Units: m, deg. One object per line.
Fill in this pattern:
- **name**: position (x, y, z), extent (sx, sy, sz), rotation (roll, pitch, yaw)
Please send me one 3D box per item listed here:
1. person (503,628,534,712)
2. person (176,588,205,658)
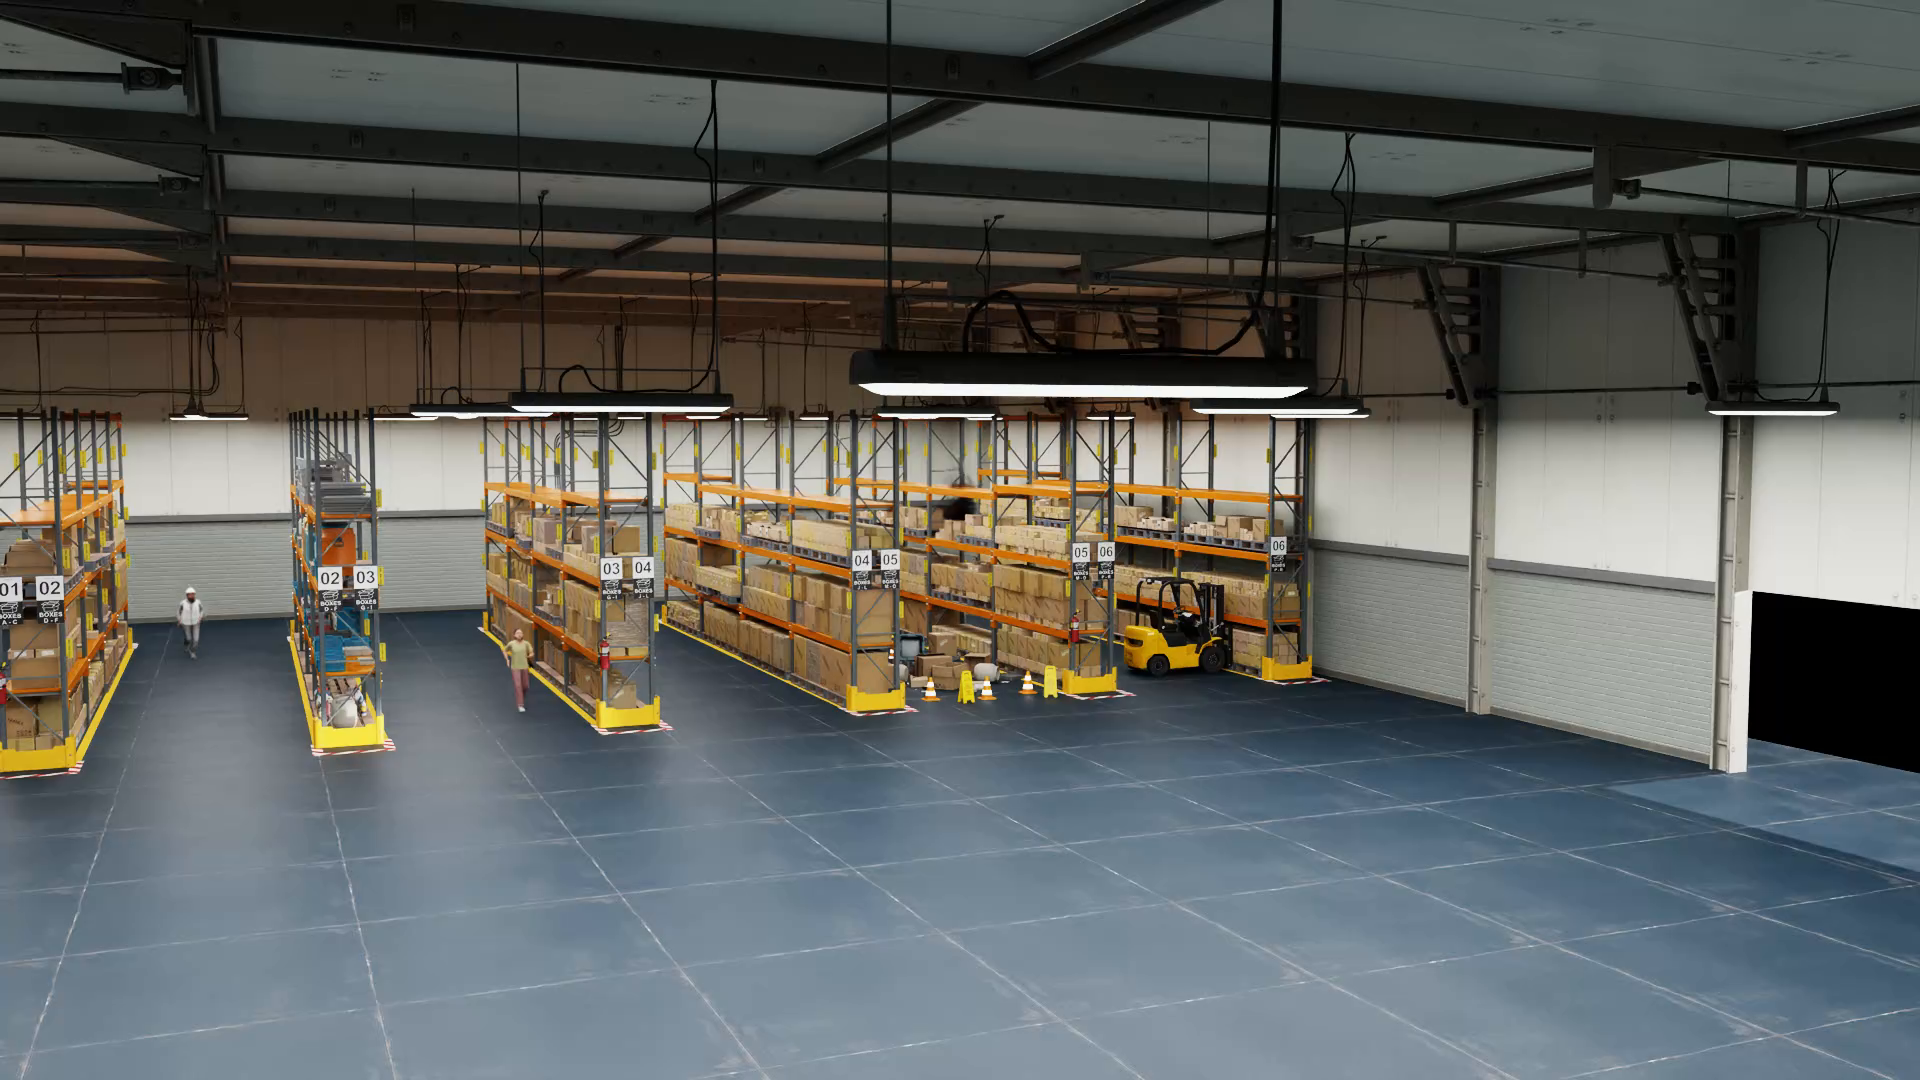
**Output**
- **person**: position (-8.786, 2.564, 33.164), extent (0.586, 1.645, 0.914), rotation (-2, 4, -25)
- **person**: position (-18.762, 2.030, 40.569), extent (0.647, 1.728, 0.618), rotation (-2, 5, -31)
